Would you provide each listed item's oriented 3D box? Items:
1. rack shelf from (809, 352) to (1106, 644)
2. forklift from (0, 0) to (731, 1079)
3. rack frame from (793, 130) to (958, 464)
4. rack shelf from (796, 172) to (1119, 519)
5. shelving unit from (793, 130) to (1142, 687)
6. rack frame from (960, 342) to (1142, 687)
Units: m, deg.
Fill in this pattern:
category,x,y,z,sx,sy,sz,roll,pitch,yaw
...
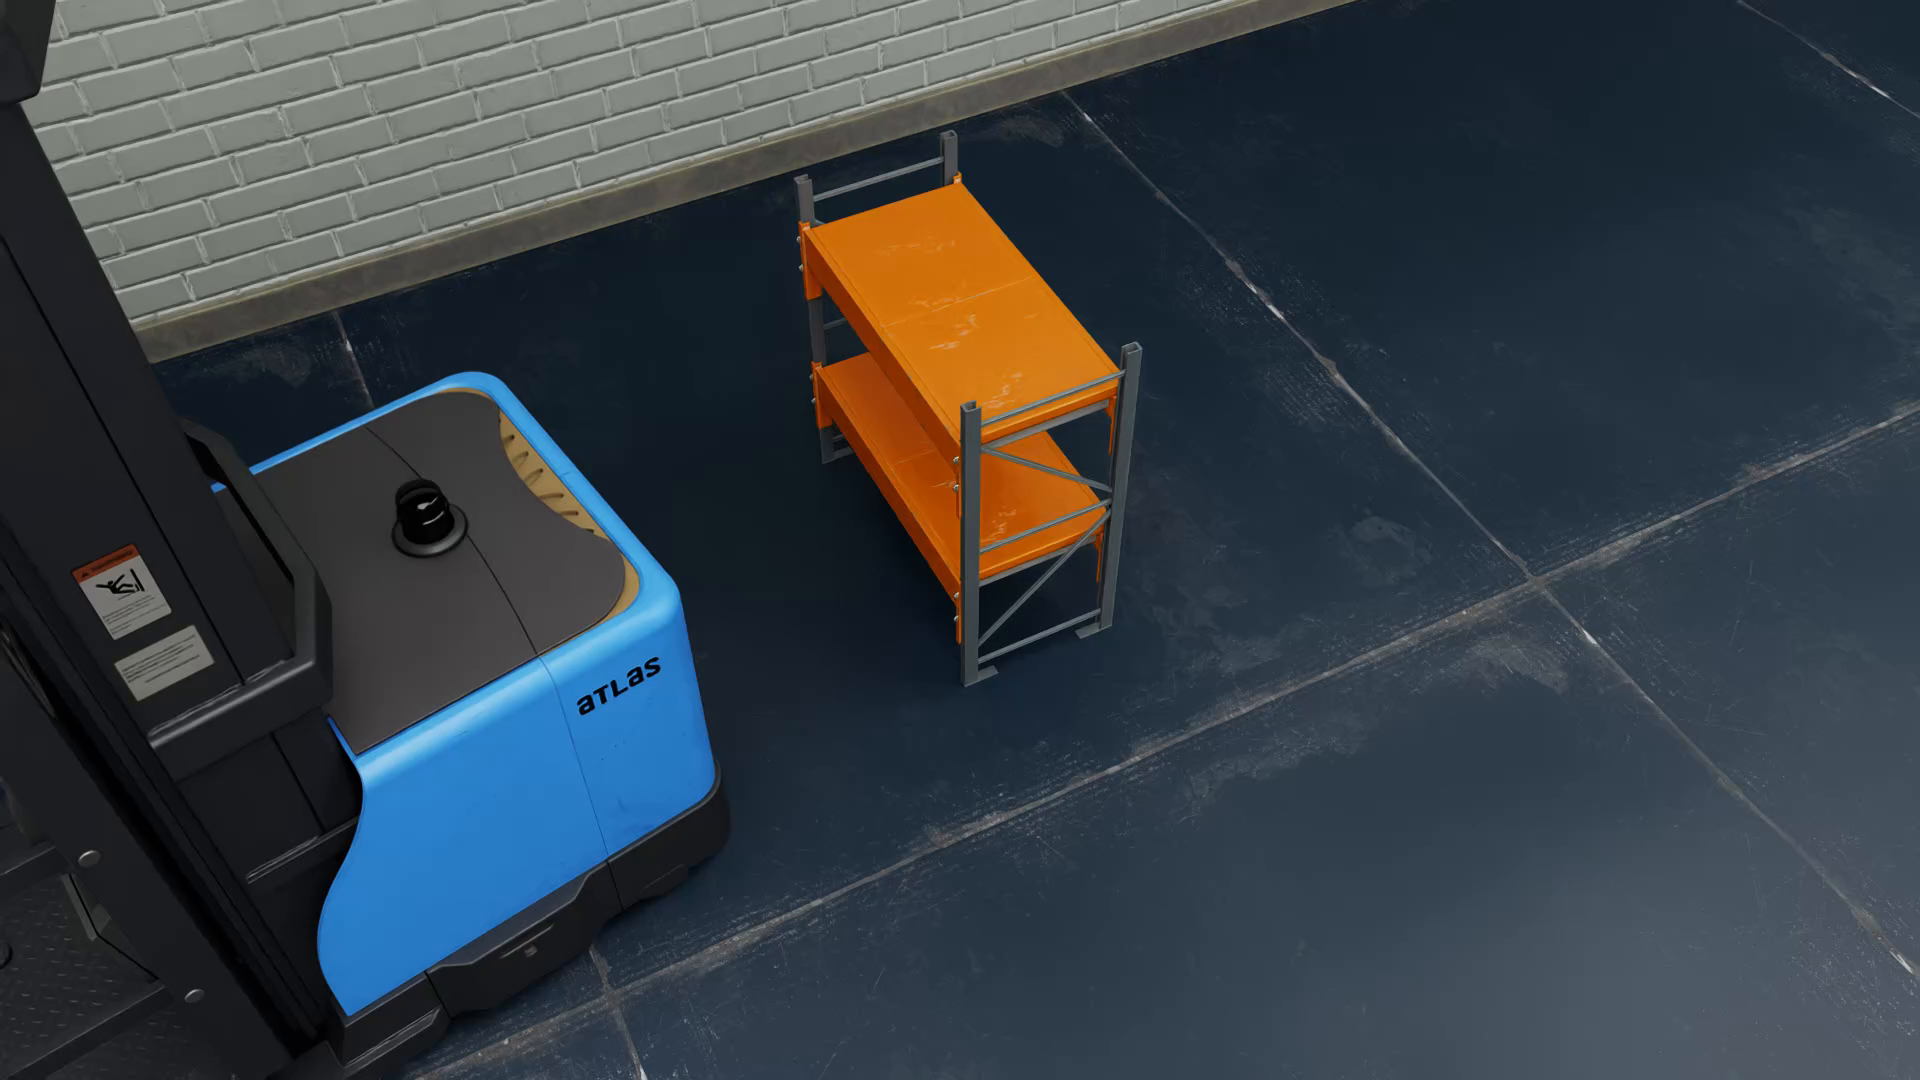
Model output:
category,x,y,z,sx,sy,sz,roll,pitch,yaw
rack shelf,-0.003,-0.214,5.015,0.538,0.278,1.000,-21,52,-18
forklift,-2.094,0.254,3.081,3.031,2.935,1.130,-30,55,-24
rack frame,-0.236,-0.715,5.128,0.500,1.125,0.032,-21,52,-18
rack shelf,-0.003,-0.568,4.610,0.538,0.278,1.000,-21,52,-18
shelving unit,-0.003,-0.375,4.831,0.538,1.125,1.048,-21,52,-18
rack frame,0.230,-0.035,4.533,0.500,1.125,0.032,-21,52,-18
